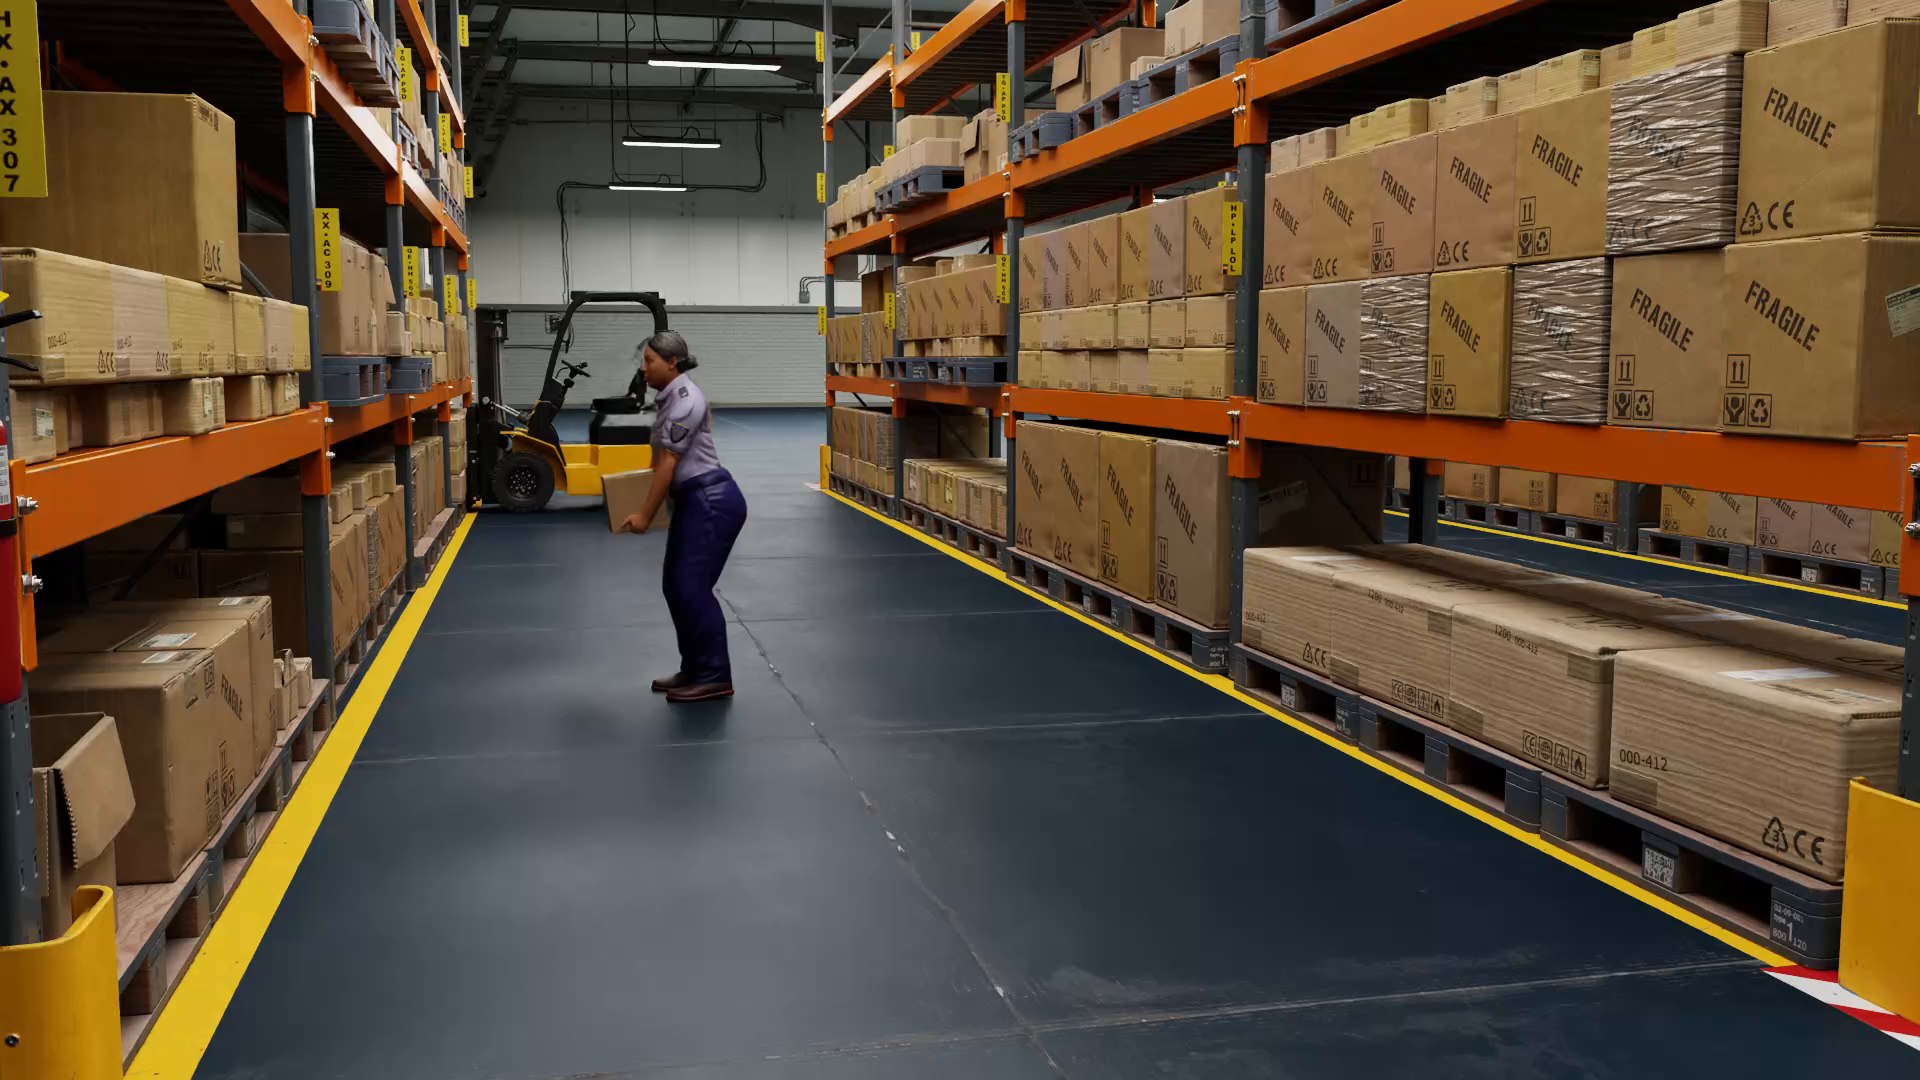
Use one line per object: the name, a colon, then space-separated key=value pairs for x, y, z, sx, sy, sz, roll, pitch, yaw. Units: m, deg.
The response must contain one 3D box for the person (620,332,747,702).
person: x=-1.254 y=-0.107 z=7.394 sx=0.522 sy=1.622 sz=0.435 roll=-2 pitch=6 yaw=-15
